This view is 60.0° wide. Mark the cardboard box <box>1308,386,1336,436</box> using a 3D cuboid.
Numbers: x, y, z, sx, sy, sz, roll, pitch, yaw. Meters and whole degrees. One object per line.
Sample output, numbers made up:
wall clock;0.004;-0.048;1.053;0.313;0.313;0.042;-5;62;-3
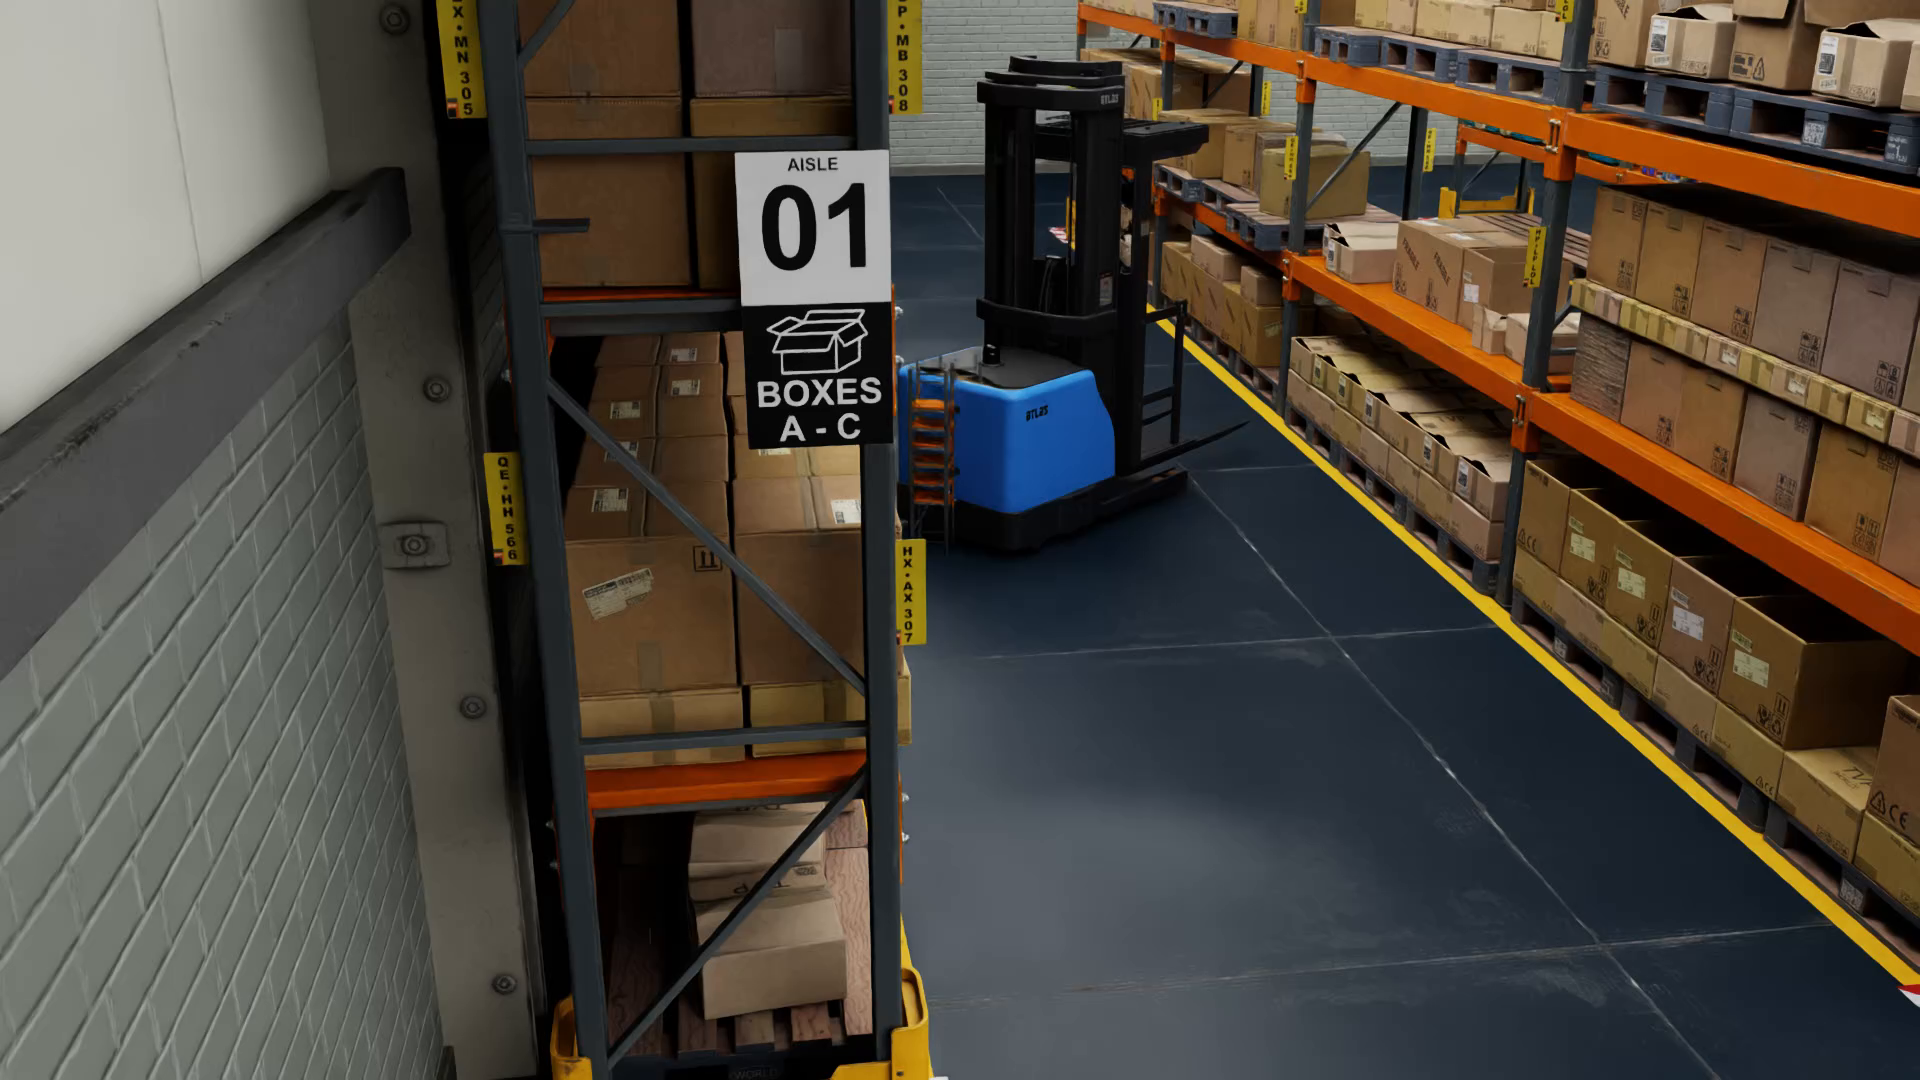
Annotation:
cardboard box;2.922;-0.975;12.369;0.500;0.250;0.500;-3;21;-9

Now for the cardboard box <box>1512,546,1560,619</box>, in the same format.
cardboard box;3.407;0.216;9.181;0.500;0.250;0.500;-3;21;-8

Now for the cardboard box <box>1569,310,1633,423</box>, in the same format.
cardboard box;3.711;-0.945;8.817;0.700;0.500;0.500;-3;21;-9

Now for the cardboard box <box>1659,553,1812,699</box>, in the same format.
cardboard box;3.616;0.384;7.659;0.500;0.500;0.500;-3;21;-8

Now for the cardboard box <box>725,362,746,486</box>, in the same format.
cardboard box;-0.672;-0.415;6.655;0.500;0.500;0.500;-2;21;-6

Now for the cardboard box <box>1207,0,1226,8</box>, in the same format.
cardboard box;2.606;-5.109;14.934;0.600;0.600;0.600;-3;21;-8

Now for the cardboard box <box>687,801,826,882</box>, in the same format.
cardboard box;-0.777;1.196;6.440;0.500;0.311;0.500;-1;21;-3

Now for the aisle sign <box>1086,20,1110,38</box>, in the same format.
aisle sign;1.610;-6.433;19.937;0.394;0.787;0.004;-3;21;-8

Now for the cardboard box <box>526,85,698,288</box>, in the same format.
cardboard box;-0.995;-1.009;4.671;0.500;0.500;0.500;-1;21;-4

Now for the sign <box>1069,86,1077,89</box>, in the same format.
sign;1.374;-5.584;20.144;0.100;0.325;0.005;-3;21;-8

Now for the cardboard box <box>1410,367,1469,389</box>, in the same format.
cardboard box;3.534;-1.084;11.861;0.500;0.311;0.500;-3;21;-8

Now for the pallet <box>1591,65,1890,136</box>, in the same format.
pallet;3.789;-2.121;7.948;1.003;0.211;1.213;-3;21;-8

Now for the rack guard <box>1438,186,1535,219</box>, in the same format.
rack guard;6.796;-4.292;21.492;1.175;0.500;0.348;-3;21;-8

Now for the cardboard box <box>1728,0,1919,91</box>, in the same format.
cardboard box;3.753;-2.191;7.060;0.797;0.503;0.637;-1;20;-2

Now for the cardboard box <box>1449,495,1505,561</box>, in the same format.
cardboard box;3.294;-0.089;9.997;0.500;0.250;0.500;-3;21;-8

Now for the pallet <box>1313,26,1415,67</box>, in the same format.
pallet;3.250;-3.523;11.844;1.213;0.211;1.003;-2;21;-5

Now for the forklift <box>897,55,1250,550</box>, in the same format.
forklift;0.934;-1.746;11.202;1.130;2.935;3.031;17;26;38

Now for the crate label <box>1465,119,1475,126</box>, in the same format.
crate label;6.522;-5.302;20.780;0.416;0.233;0.303;-3;21;-8

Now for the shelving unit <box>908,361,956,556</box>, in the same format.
shelving unit;-0.173;-0.502;10.344;0.258;1.200;0.189;4;21;12

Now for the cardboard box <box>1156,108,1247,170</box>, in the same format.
cardboard box;2.334;-3.890;16.100;0.700;0.500;0.500;-10;23;-26

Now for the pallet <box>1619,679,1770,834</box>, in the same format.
pallet;3.893;0.955;7.856;1.003;0.211;1.213;-3;21;-8

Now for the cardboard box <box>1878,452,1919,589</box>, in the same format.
cardboard box;4.082;-0.057;6.440;0.700;0.500;0.500;-2;21;-6

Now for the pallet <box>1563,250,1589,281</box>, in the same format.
pallet;7.245;-3.016;18.490;1.003;0.211;1.213;-3;21;-8

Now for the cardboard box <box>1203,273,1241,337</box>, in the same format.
cardboard box;2.541;-2.144;15.114;0.500;0.500;0.500;-4;21;-10

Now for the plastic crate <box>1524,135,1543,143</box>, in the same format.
plastic crate;6.756;-4.743;19.281;0.416;0.233;0.300;-3;21;-8

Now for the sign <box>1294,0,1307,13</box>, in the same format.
sign;2.526;-4.057;12.266;0.100;0.325;0.005;-3;21;-8

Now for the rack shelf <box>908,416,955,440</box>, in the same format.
rack shelf;-0.173;-0.685;10.276;0.258;0.103;0.180;4;21;12

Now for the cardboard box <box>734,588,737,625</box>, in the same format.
cardboard box;-1.028;0.314;5.774;0.500;0.250;0.500;-2;21;-6

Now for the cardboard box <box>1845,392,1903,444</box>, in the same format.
cardboard box;3.825;-0.497;6.690;0.380;0.149;0.250;-2;21;-6

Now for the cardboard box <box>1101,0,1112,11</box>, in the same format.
cardboard box;1.866;-6.004;18.431;0.500;0.250;0.500;-3;21;-8

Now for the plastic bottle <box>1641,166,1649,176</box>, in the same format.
plastic bottle;7.020;-3.867;16.949;0.061;0.283;0.133;-3;21;-8

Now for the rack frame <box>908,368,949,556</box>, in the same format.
rack frame;-0.192;-0.471;10.260;0.240;1.200;0.006;4;21;12

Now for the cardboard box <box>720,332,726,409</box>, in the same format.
cardboard box;-1.400;-0.918;8.000;0.500;0.500;0.500;-3;21;-9

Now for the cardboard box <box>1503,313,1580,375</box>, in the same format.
cardboard box;3.526;-1.150;9.721;0.500;0.250;0.500;-2;21;-4

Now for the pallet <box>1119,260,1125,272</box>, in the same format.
pallet;2.210;-3.176;18.919;1.003;0.211;1.213;-3;21;-8

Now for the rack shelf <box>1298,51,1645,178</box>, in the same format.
rack shelf;3.352;-2.812;10.700;1.077;0.370;4.000;-3;21;-8

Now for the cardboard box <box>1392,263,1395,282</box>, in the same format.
cardboard box;3.303;-1.880;11.822;0.380;0.149;0.250;-1;21;-4

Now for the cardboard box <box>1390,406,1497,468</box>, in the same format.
cardboard box;3.147;-0.701;10.835;0.500;0.311;0.500;-3;21;-8

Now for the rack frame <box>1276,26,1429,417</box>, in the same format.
rack frame;3.064;-2.437;12.953;1.000;3.000;0.127;-3;21;-8

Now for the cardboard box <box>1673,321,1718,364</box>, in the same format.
cardboard box;3.636;-0.946;7.891;0.380;0.149;0.250;-4;21;-10

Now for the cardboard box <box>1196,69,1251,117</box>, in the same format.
cardboard box;2.698;-4.514;16.943;0.500;0.500;0.500;-2;21;-6

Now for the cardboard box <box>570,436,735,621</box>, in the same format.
cardboard box;-1.026;-0.033;5.632;0.500;0.500;0.500;-3;21;-7

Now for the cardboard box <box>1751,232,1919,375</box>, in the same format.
cardboard box;3.928;-1.032;7.194;0.700;0.500;0.500;-3;21;-8

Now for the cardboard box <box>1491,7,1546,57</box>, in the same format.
cardboard box;3.479;-2.987;9.754;0.500;0.250;0.500;-5;21;-13

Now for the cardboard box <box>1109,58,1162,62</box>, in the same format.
cardboard box;1.938;-5.025;18.310;0.500;0.500;0.500;-3;21;-8

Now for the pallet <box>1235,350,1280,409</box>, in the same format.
pallet;2.993;-1.391;14.138;1.003;0.211;1.213;-3;21;-8

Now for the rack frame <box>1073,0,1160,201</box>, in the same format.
rack frame;1.910;-5.206;20.369;1.000;3.000;0.127;-3;21;-8

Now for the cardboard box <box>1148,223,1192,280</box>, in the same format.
cardboard box;2.124;-3.040;17.511;0.500;0.500;0.500;-3;21;-8

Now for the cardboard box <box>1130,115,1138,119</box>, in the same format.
cardboard box;2.085;-4.207;17.550;0.500;0.500;0.500;-2;21;-6

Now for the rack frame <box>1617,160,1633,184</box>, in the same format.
rack frame;7.389;-4.070;17.326;1.000;3.000;0.127;-3;21;-8

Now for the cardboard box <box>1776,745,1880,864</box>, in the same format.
cardboard box;3.763;1.081;6.863;0.500;0.250;0.500;-3;21;-8

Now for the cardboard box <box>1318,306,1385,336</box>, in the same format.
cardboard box;3.281;-1.644;13.774;0.500;0.500;0.500;-2;21;-5

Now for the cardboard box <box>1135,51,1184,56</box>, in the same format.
cardboard box;2.320;-5.406;19.333;0.500;0.500;0.500;-2;21;-6

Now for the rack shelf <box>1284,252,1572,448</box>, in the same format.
rack shelf;3.352;-1.407;11.224;1.077;0.370;4.000;-3;21;-8

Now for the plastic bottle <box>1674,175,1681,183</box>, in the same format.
plastic bottle;7.121;-3.662;16.418;0.097;0.271;0.097;0;20;0
